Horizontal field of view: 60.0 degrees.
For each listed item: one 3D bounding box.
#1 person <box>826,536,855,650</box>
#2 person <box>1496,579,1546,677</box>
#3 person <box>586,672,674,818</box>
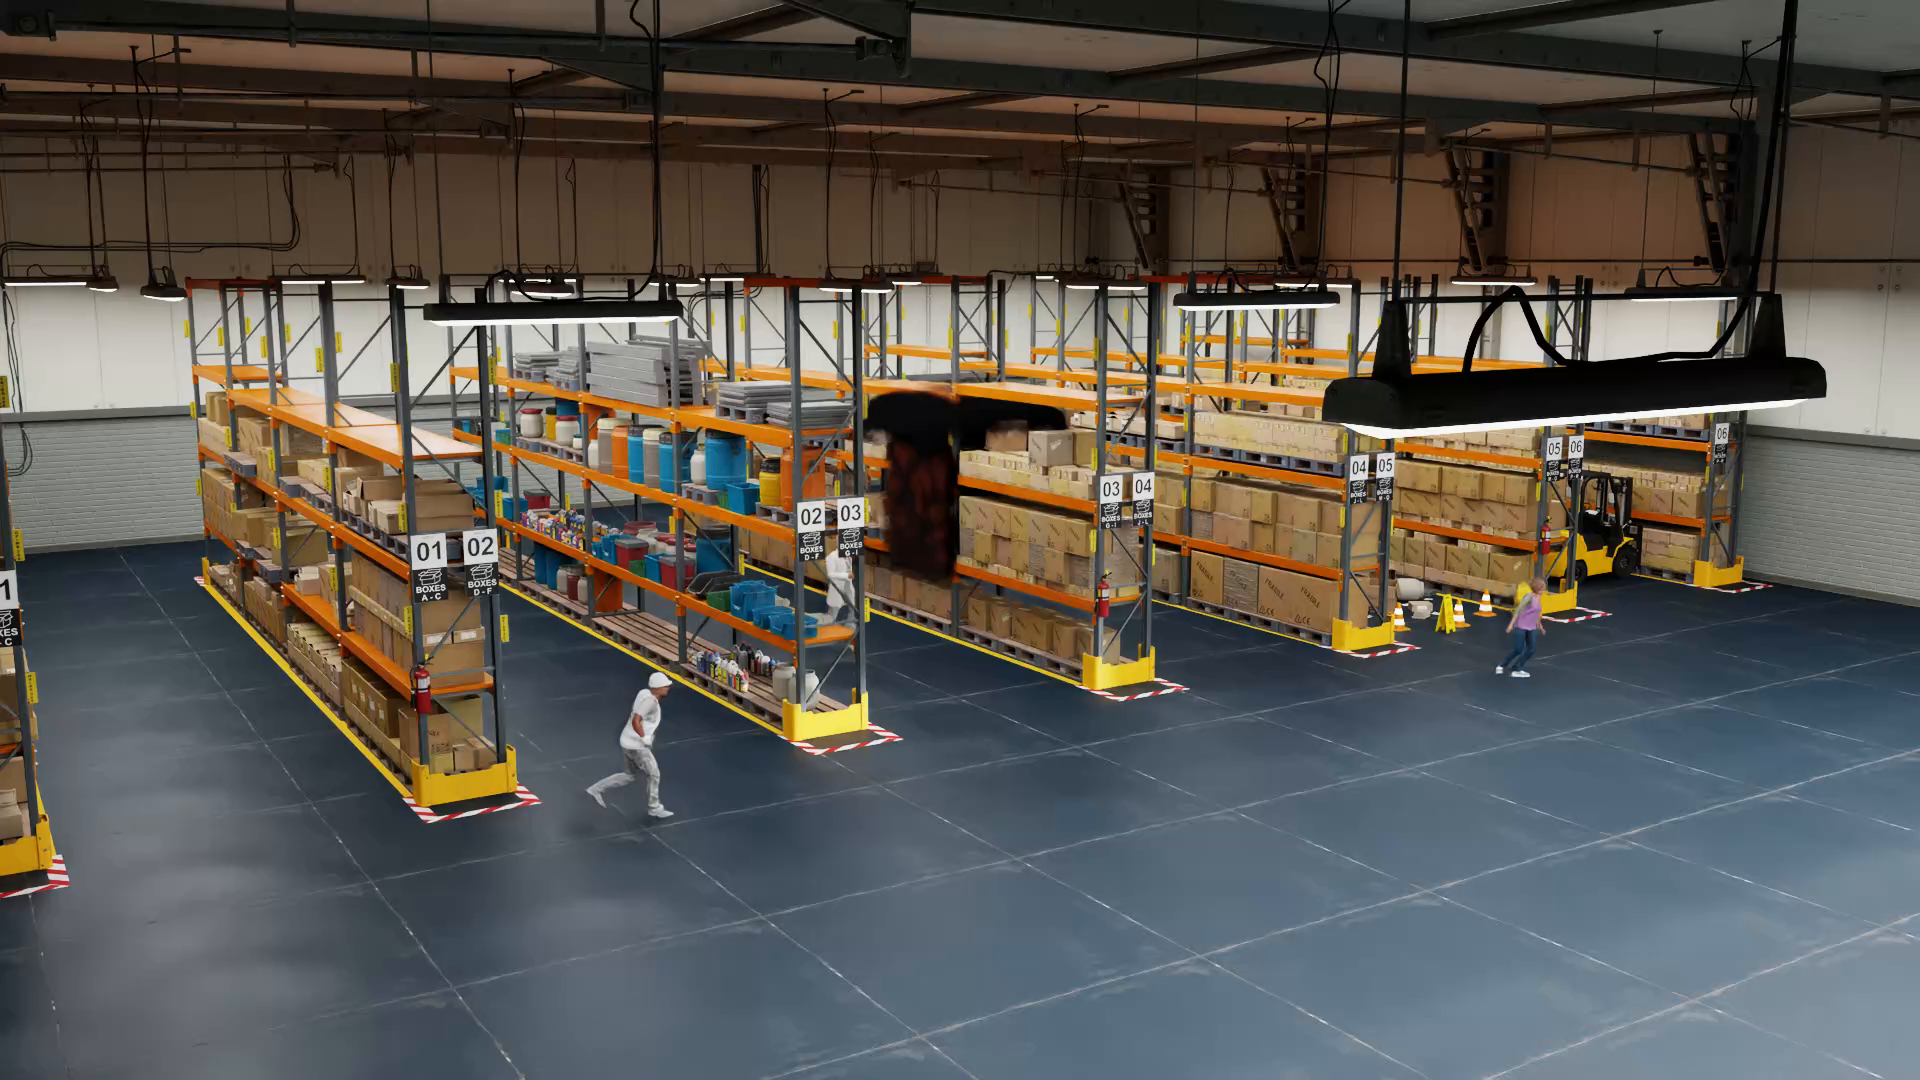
[{"bbox_3d":[-1.887,0.824,26.294,0.646,1.837,0.912,-9,13,-41],"label":"person"},{"bbox_3d":[8.584,1.344,25.424,0.667,1.527,0.586,-9,13,-44],"label":"person"},{"bbox_3d":[-3.754,2.371,18.897,1.011,1.728,0.697,-2,10,-9],"label":"person"}]
